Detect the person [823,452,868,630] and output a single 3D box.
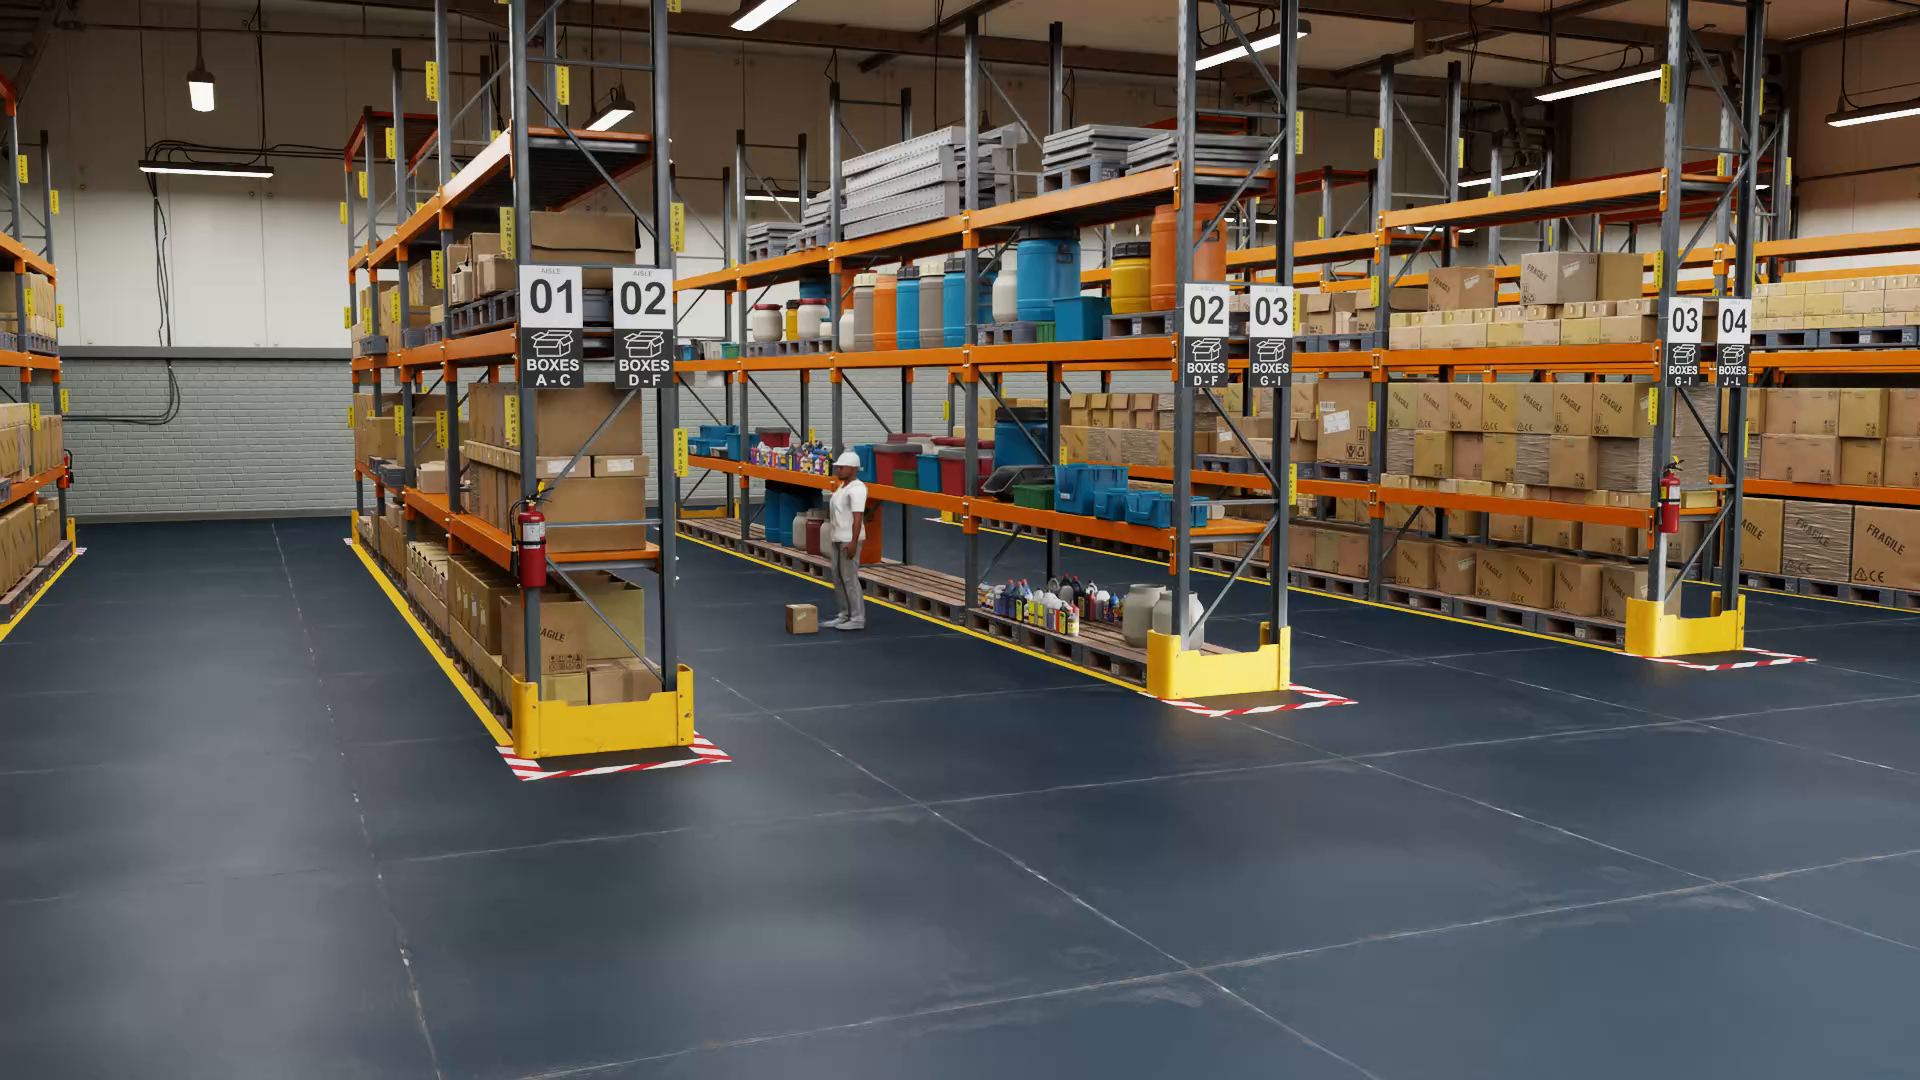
[{"bbox_3d":[-1.135,0.010,16.552,0.392,1.762,0.564,-2,6,-22],"label":"person"}]
